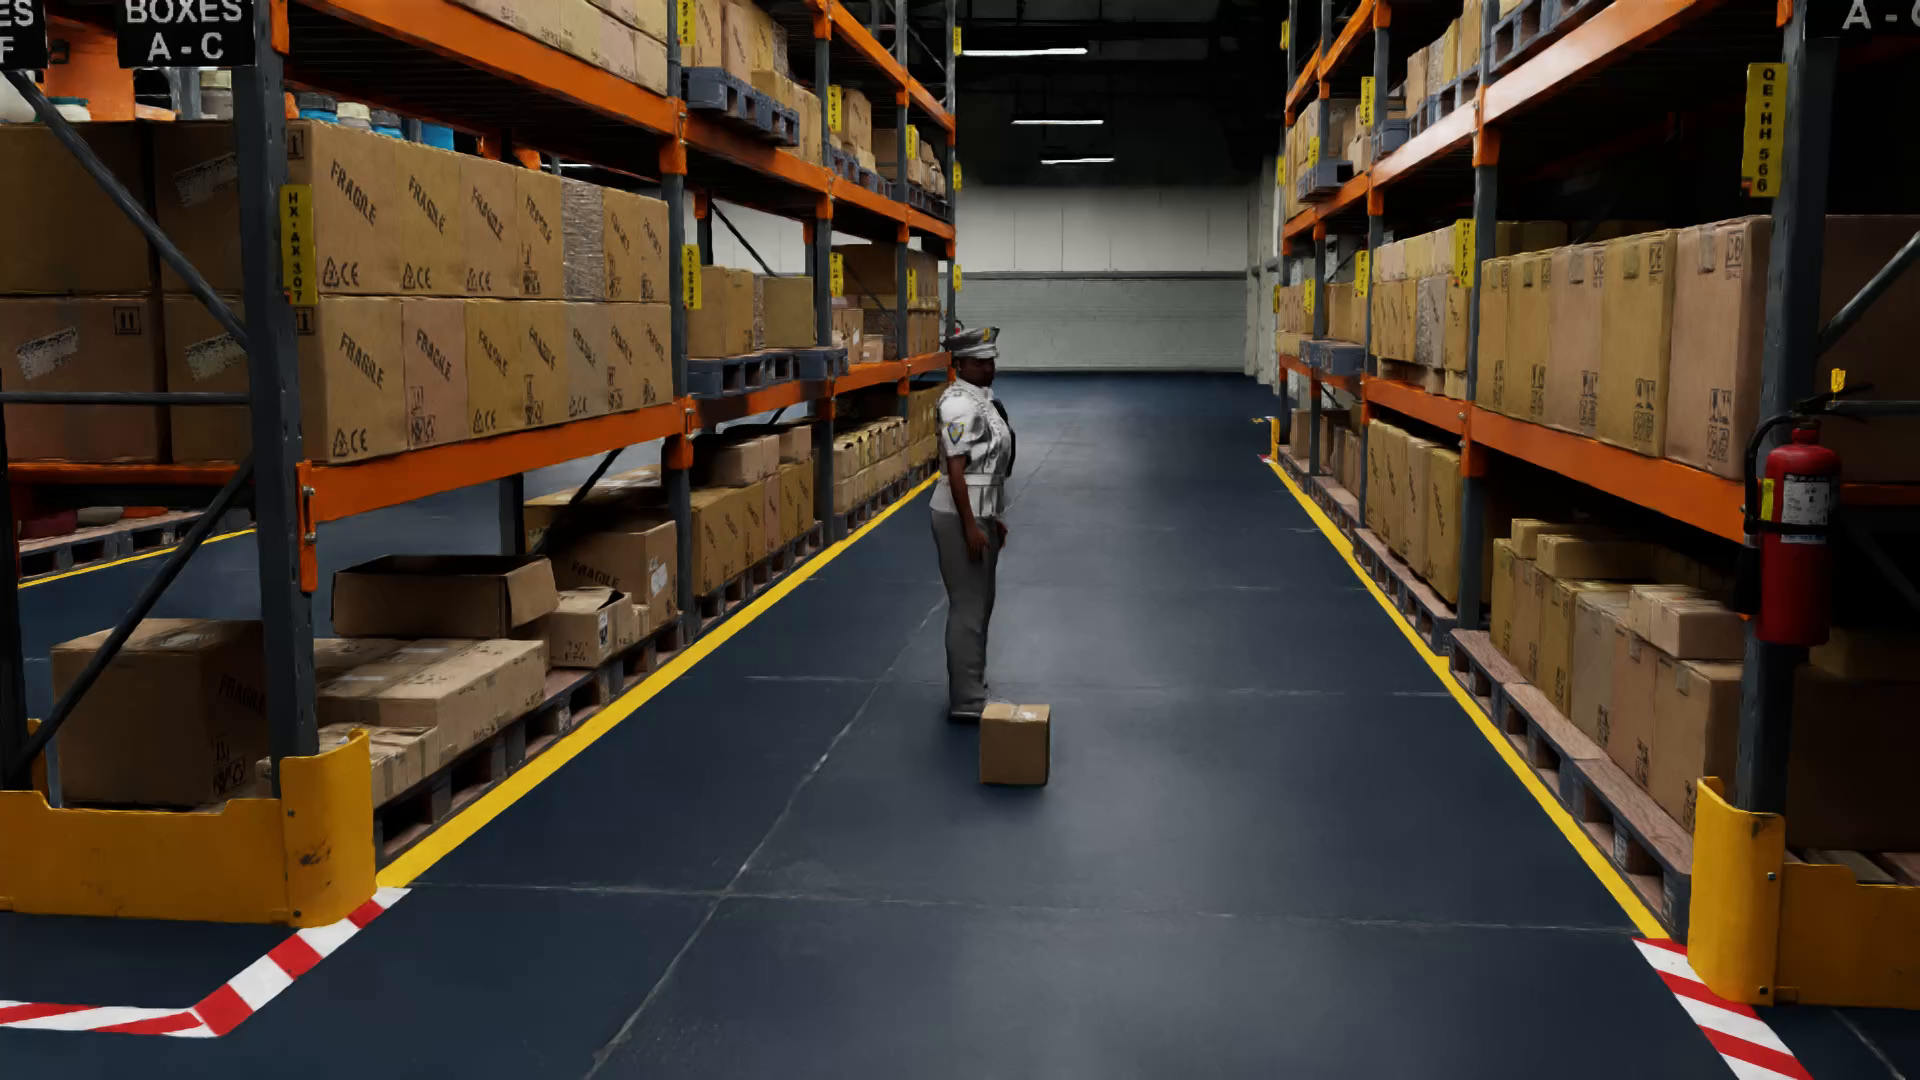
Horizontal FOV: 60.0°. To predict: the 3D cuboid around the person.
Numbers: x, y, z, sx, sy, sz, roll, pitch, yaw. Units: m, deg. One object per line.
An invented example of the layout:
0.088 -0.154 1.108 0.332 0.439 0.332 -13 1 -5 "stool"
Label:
0.067 -0.060 7.172 0.388 1.715 0.500 2 8 13 "person"
